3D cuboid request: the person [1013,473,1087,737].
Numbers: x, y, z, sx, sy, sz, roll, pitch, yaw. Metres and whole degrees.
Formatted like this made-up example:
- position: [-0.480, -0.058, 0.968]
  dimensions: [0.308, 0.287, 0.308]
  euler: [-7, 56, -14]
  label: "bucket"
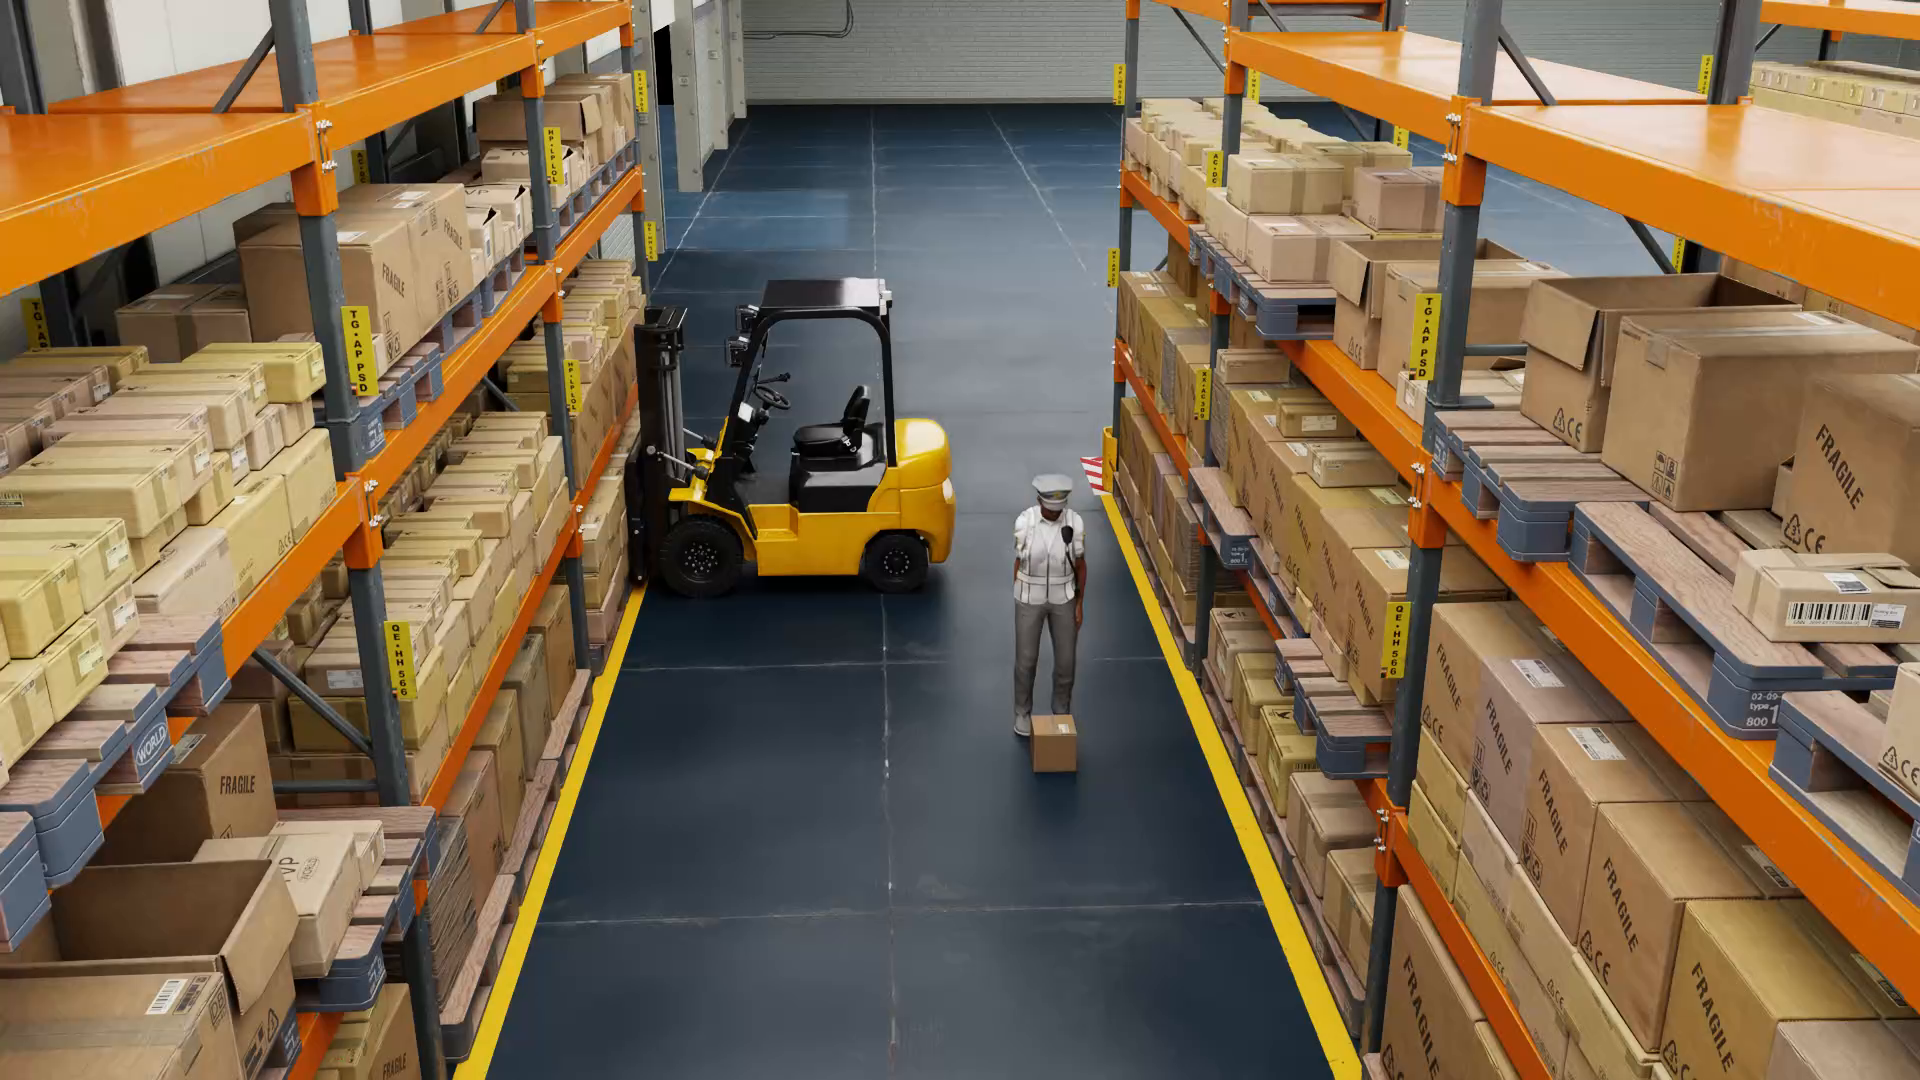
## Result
- position: [0.542, 0.390, 10.069]
  dimensions: [0.443, 1.652, 0.351]
  euler: [-1, 21, -2]
  label: "person"
